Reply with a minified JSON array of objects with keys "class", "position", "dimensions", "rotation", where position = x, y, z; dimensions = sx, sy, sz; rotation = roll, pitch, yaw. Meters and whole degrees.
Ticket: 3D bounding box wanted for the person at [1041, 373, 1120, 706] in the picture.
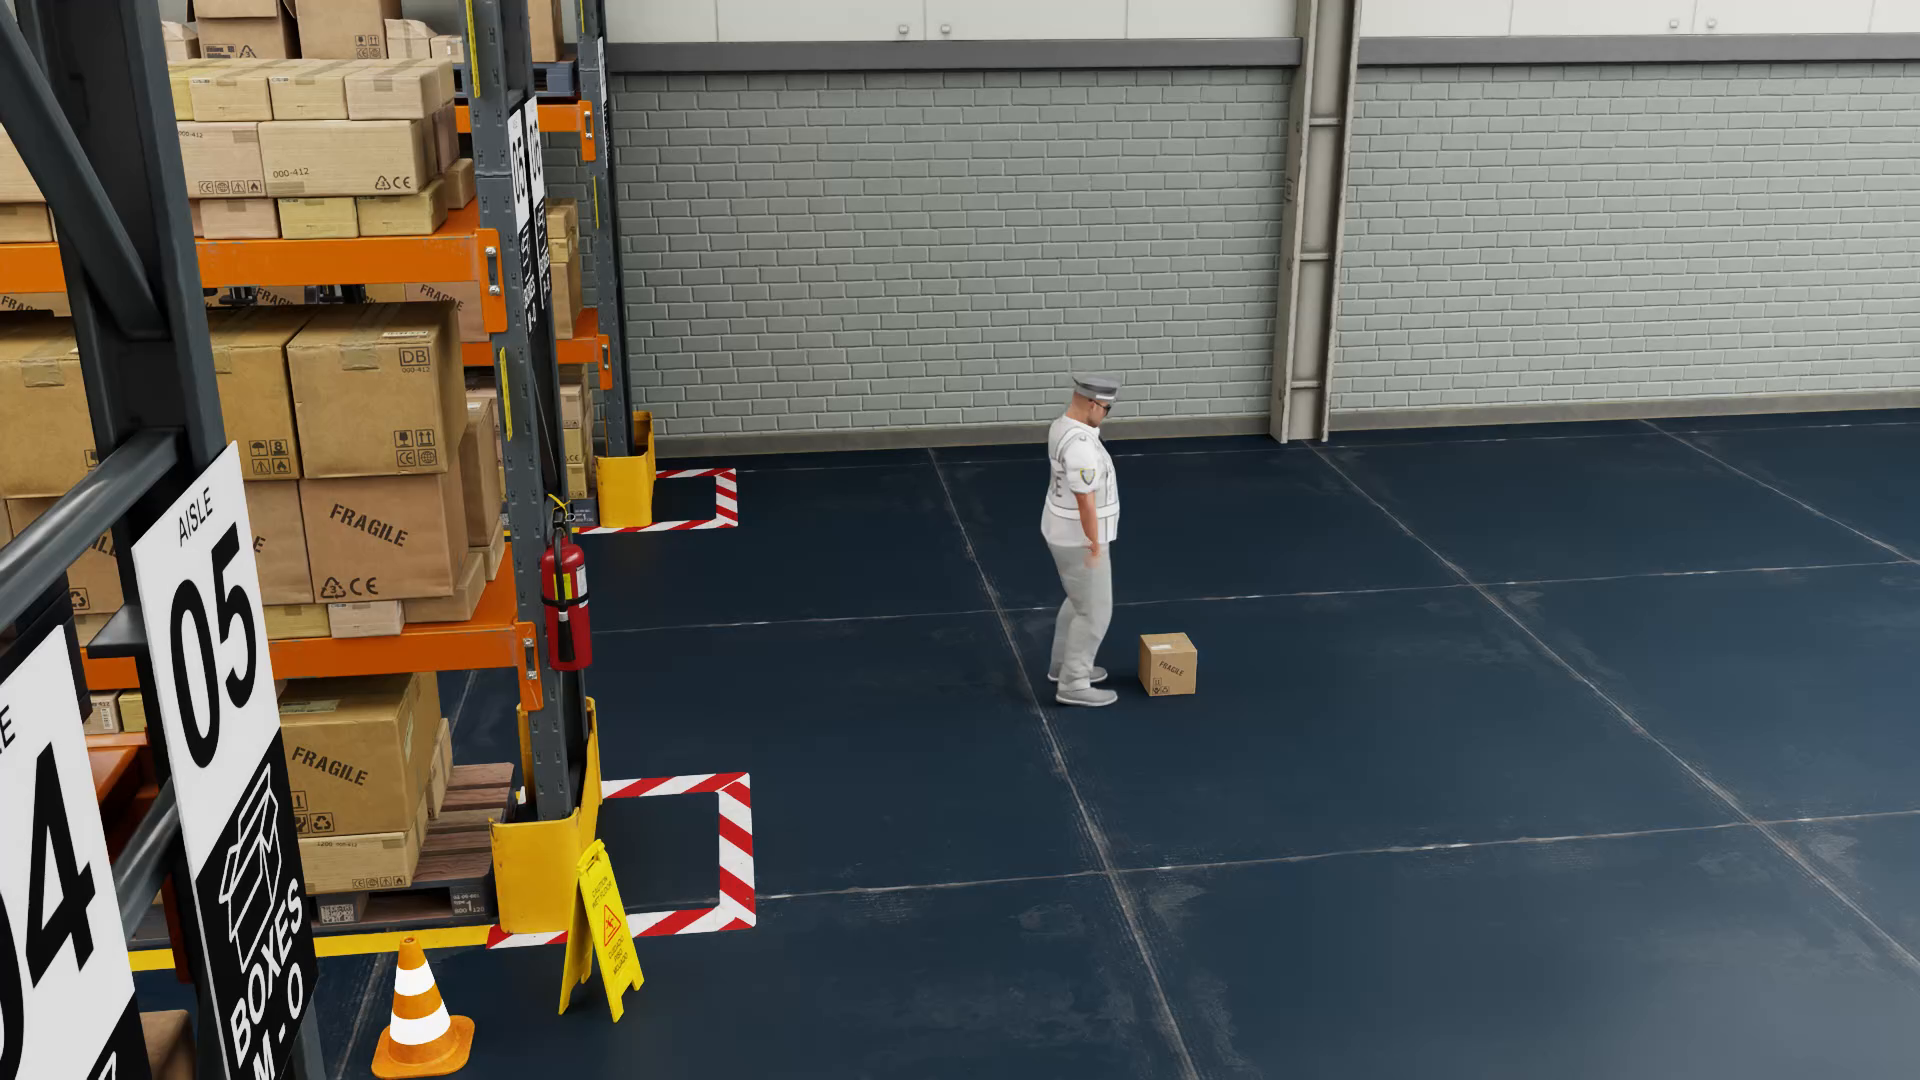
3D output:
[{"class":"person","position":[0.621,-0.011,8.640],"dimensions":[0.388,1.738,0.535],"rotation":[-2,20,-7]}]
